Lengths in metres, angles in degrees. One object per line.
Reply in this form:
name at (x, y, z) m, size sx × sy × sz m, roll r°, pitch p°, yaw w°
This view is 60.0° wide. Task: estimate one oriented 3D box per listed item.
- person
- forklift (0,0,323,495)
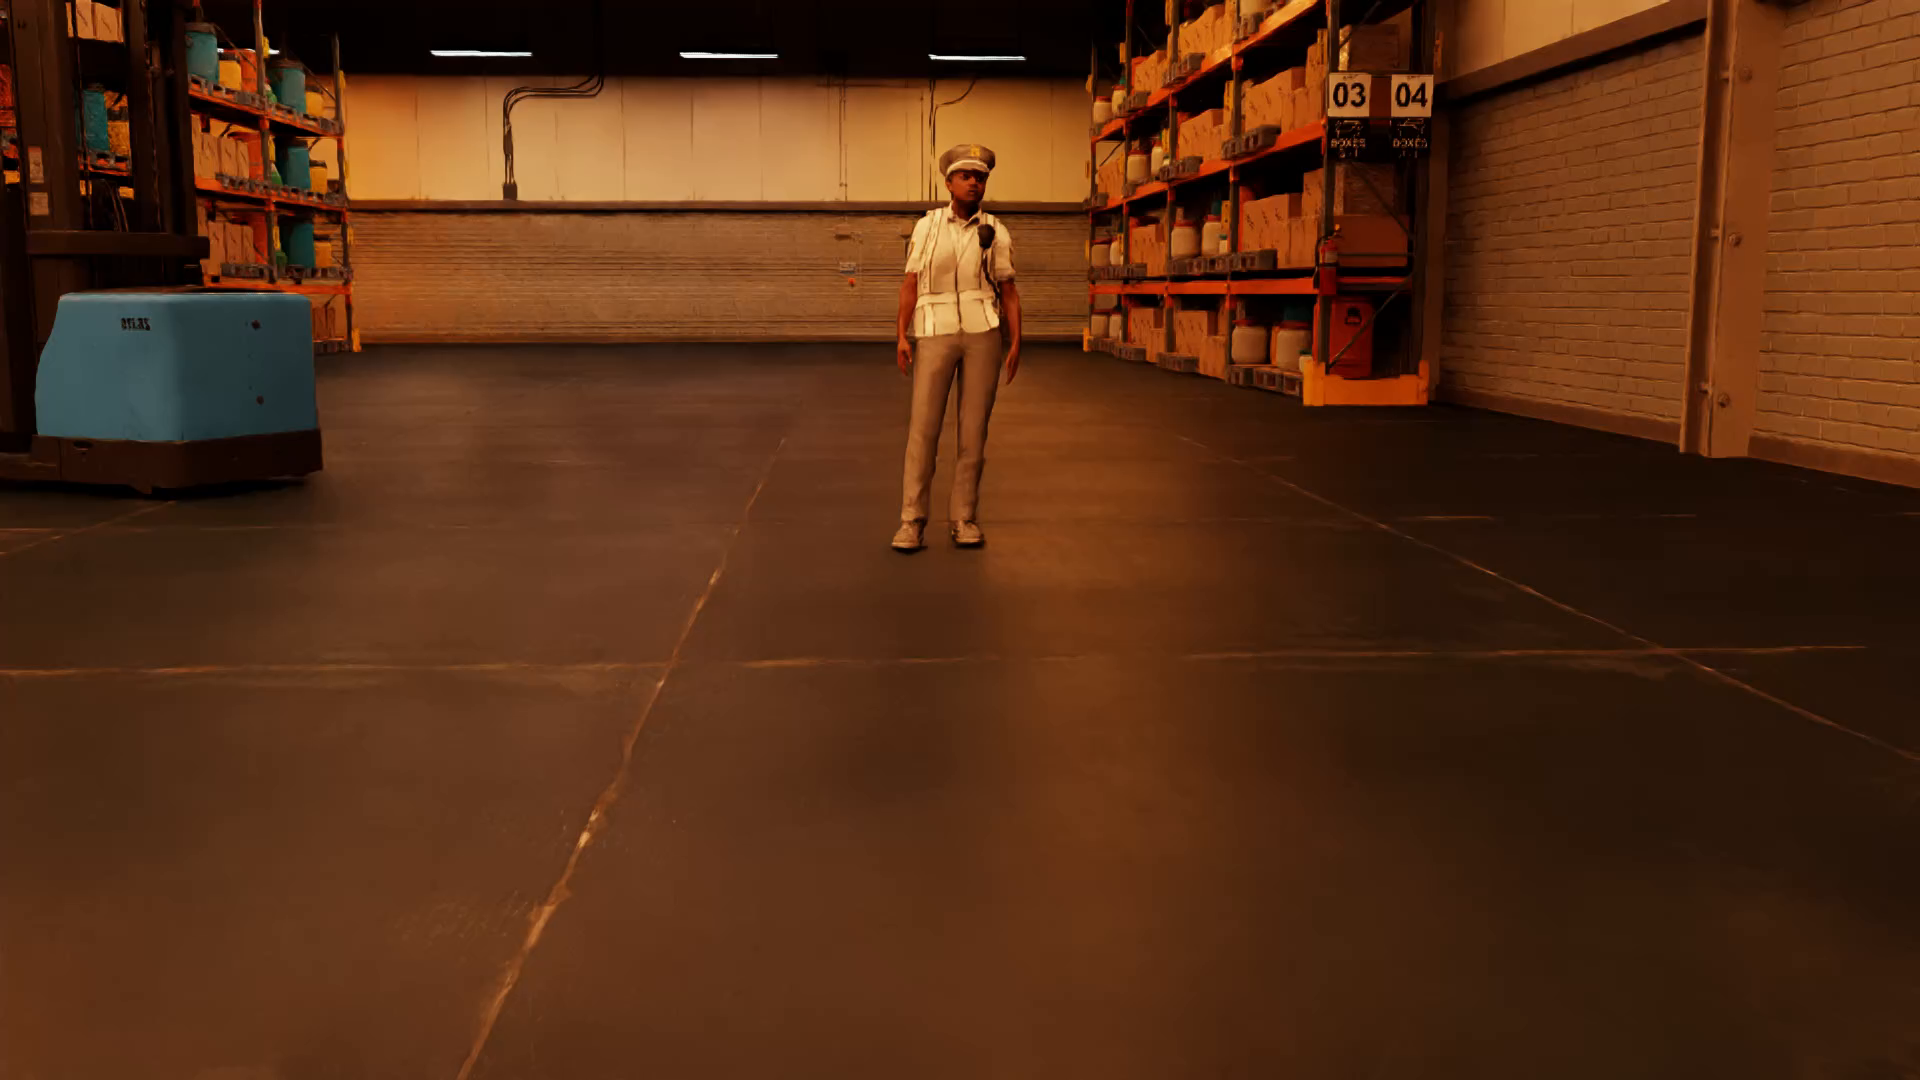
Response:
person at (-0.015, -0.835, 7.109) m, size 0.570 × 1.695 × 0.529 m, roll -1°, pitch 8°, yaw -4°
forklift at (-5.202, -1.808, 9.510) m, size 3.031 × 2.935 × 1.130 m, roll 4°, pitch 9°, yaw 25°
